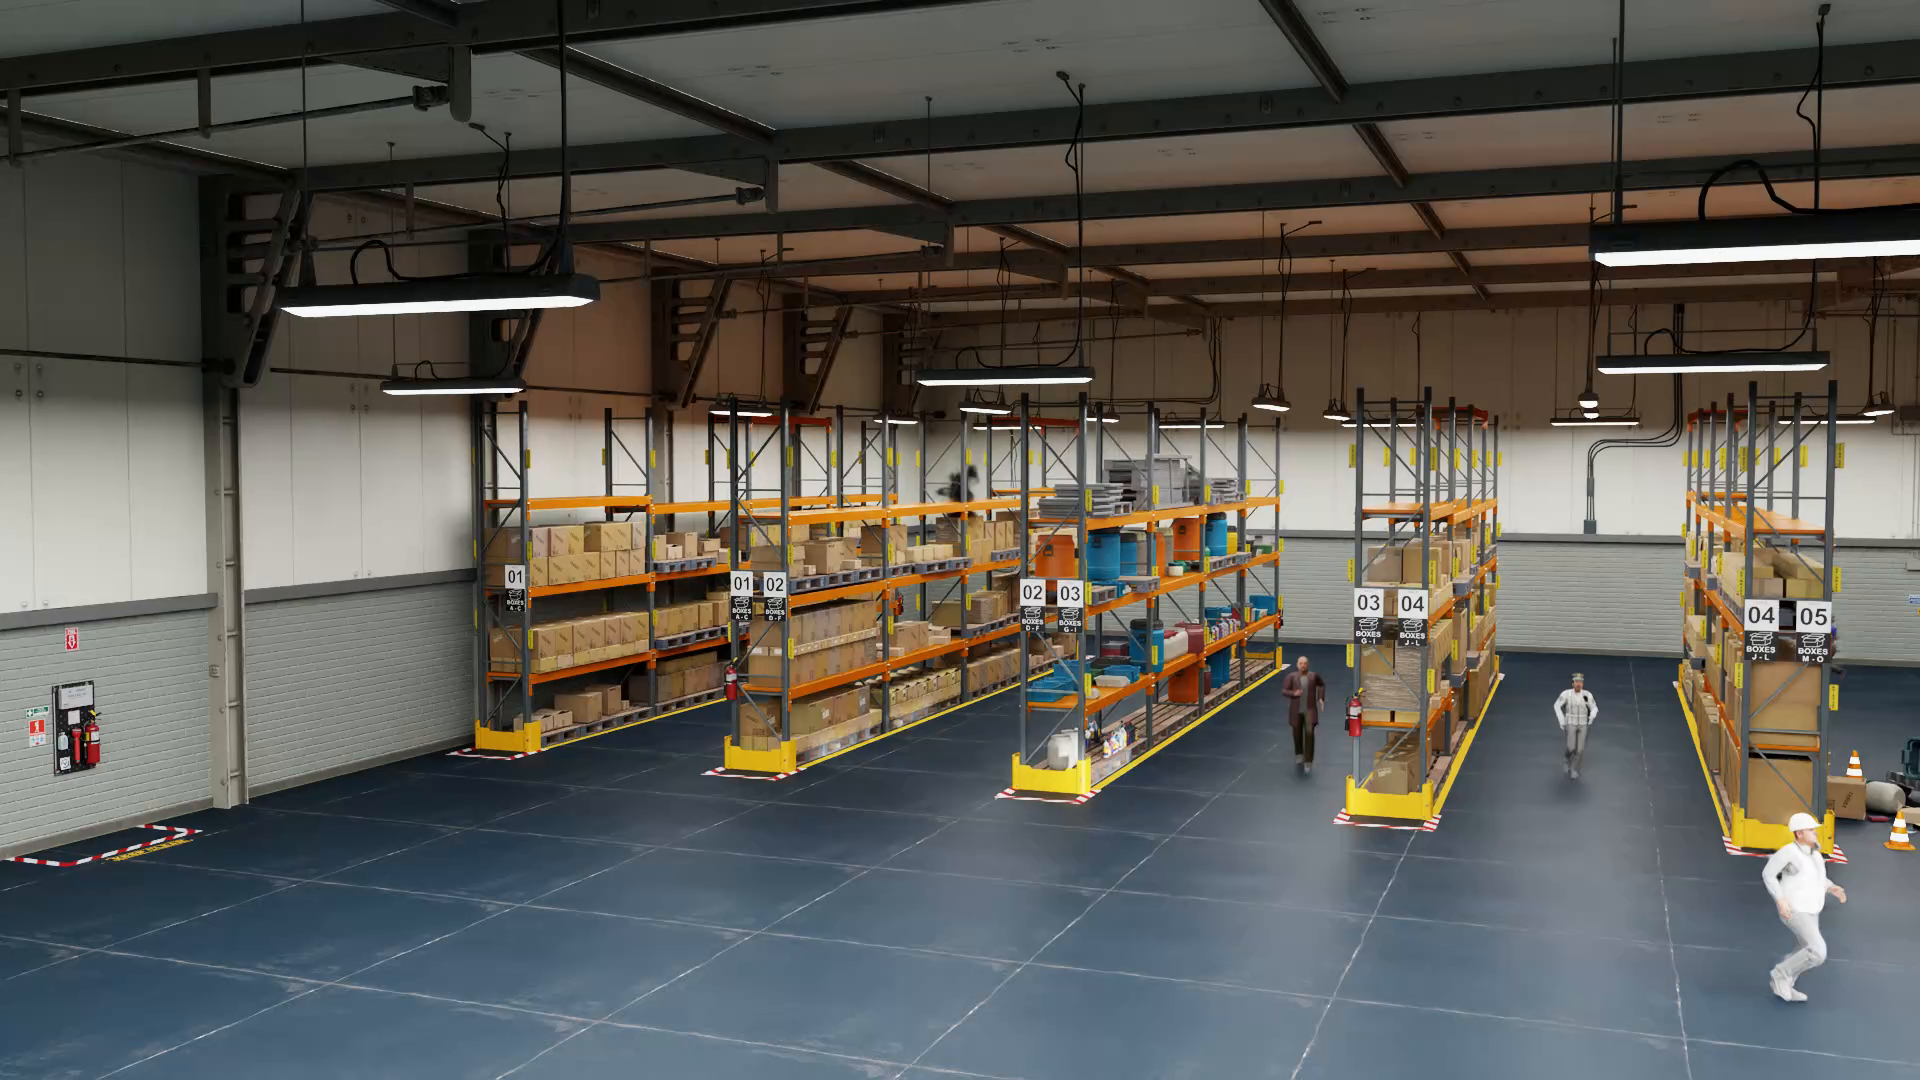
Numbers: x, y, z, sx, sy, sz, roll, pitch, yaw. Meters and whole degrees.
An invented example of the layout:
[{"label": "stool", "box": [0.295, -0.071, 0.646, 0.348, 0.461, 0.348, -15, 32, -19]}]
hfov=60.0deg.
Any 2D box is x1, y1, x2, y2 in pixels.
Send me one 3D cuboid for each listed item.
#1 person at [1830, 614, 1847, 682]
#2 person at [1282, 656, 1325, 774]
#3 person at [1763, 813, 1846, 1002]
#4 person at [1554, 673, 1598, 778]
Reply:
[{"label": "person", "box": [19.180, 2.426, 36.571, 0.671, 1.639, 0.582, 1, 3, 20]}, {"label": "person", "box": [5.530, 2.791, 26.846, 0.666, 1.829, 0.923, 1, 3, 13]}, {"label": "person", "box": [7.773, 3.381, 15.269, 0.667, 1.739, 0.601, -2, 4, -39]}, {"label": "person", "box": [9.674, 2.911, 26.050, 0.628, 1.651, 0.534, 0, 3, 8]}]
